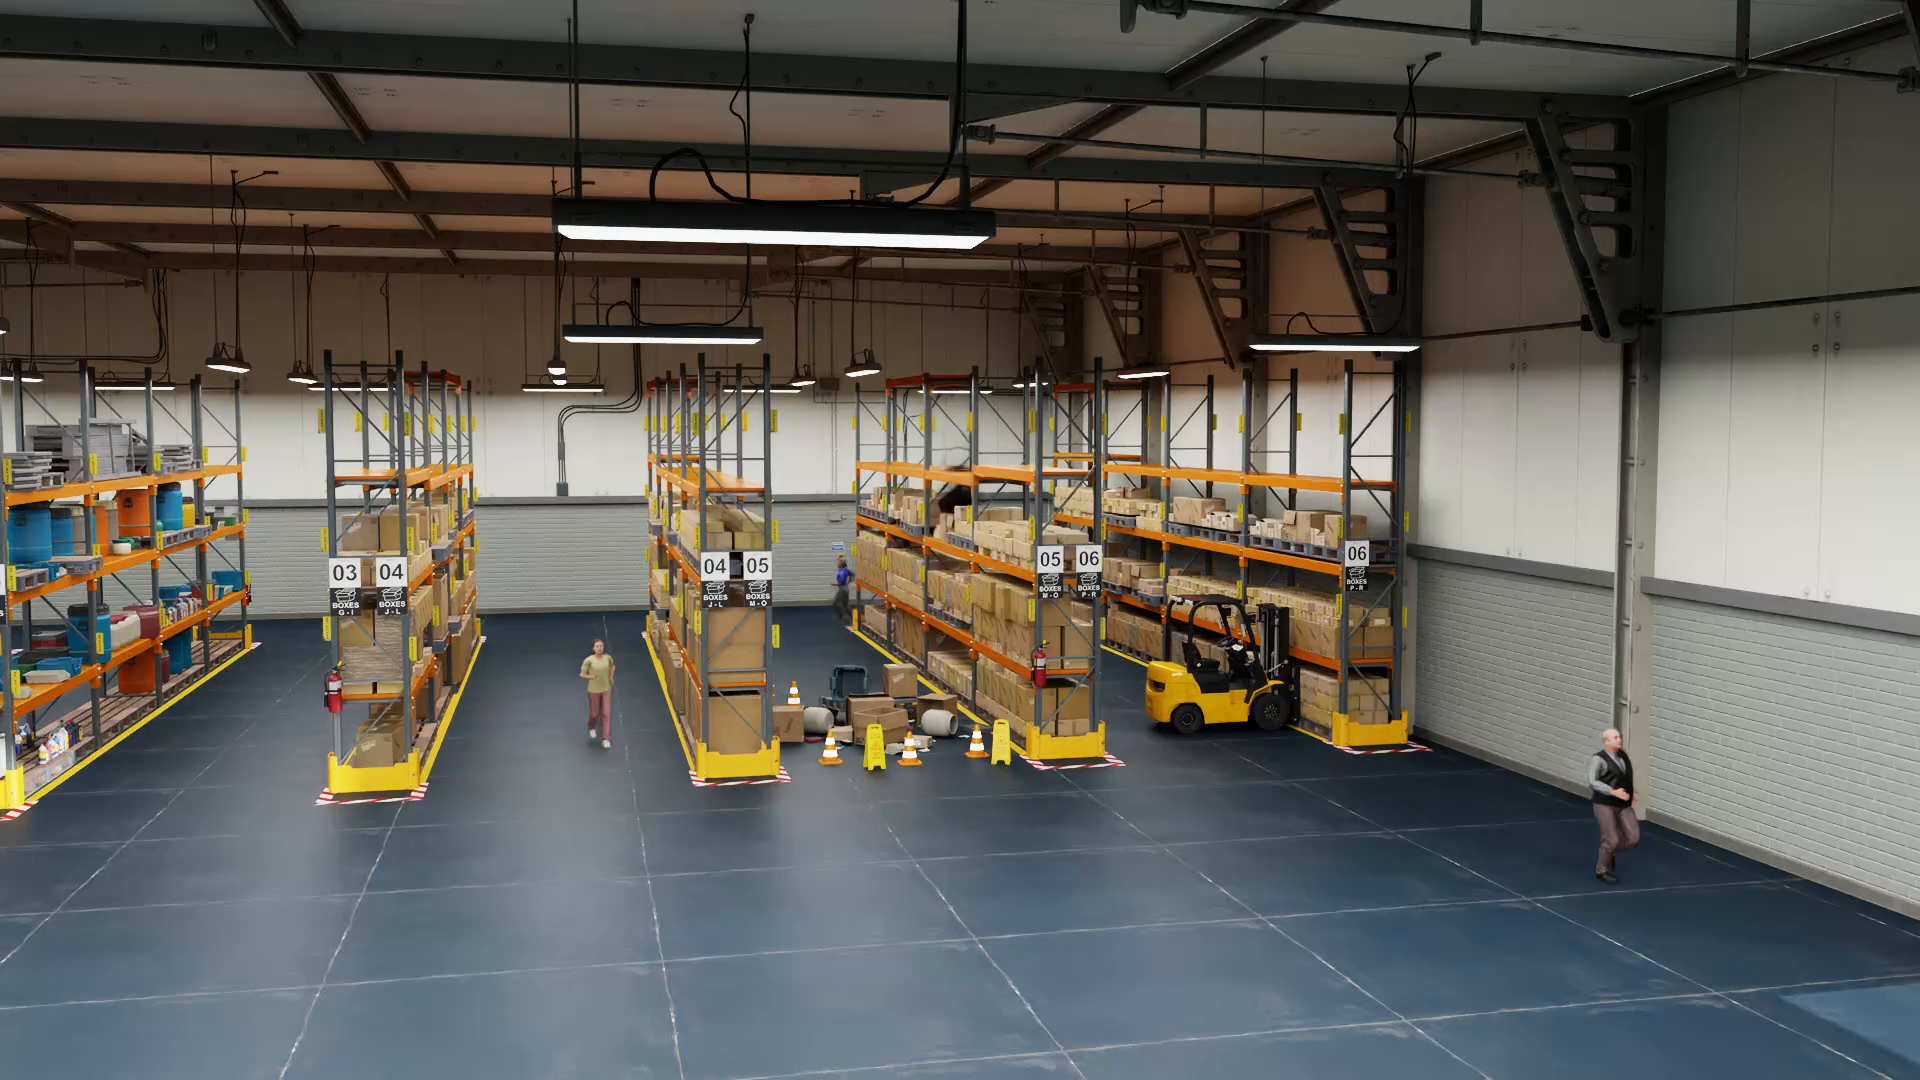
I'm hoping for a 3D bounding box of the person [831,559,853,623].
[{"bbox_3d":[-2.917,1.315,41.681,0.653,1.655,0.607,0,4,-2],"label":"person"}]

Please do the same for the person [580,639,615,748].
[{"bbox_3d":[-5.580,2.343,25.726,0.580,1.639,0.990,-2,4,-25],"label":"person"}]

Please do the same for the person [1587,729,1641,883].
[{"bbox_3d":[7.157,2.902,18.128,0.653,1.680,0.568,-2,4,-21],"label":"person"}]
